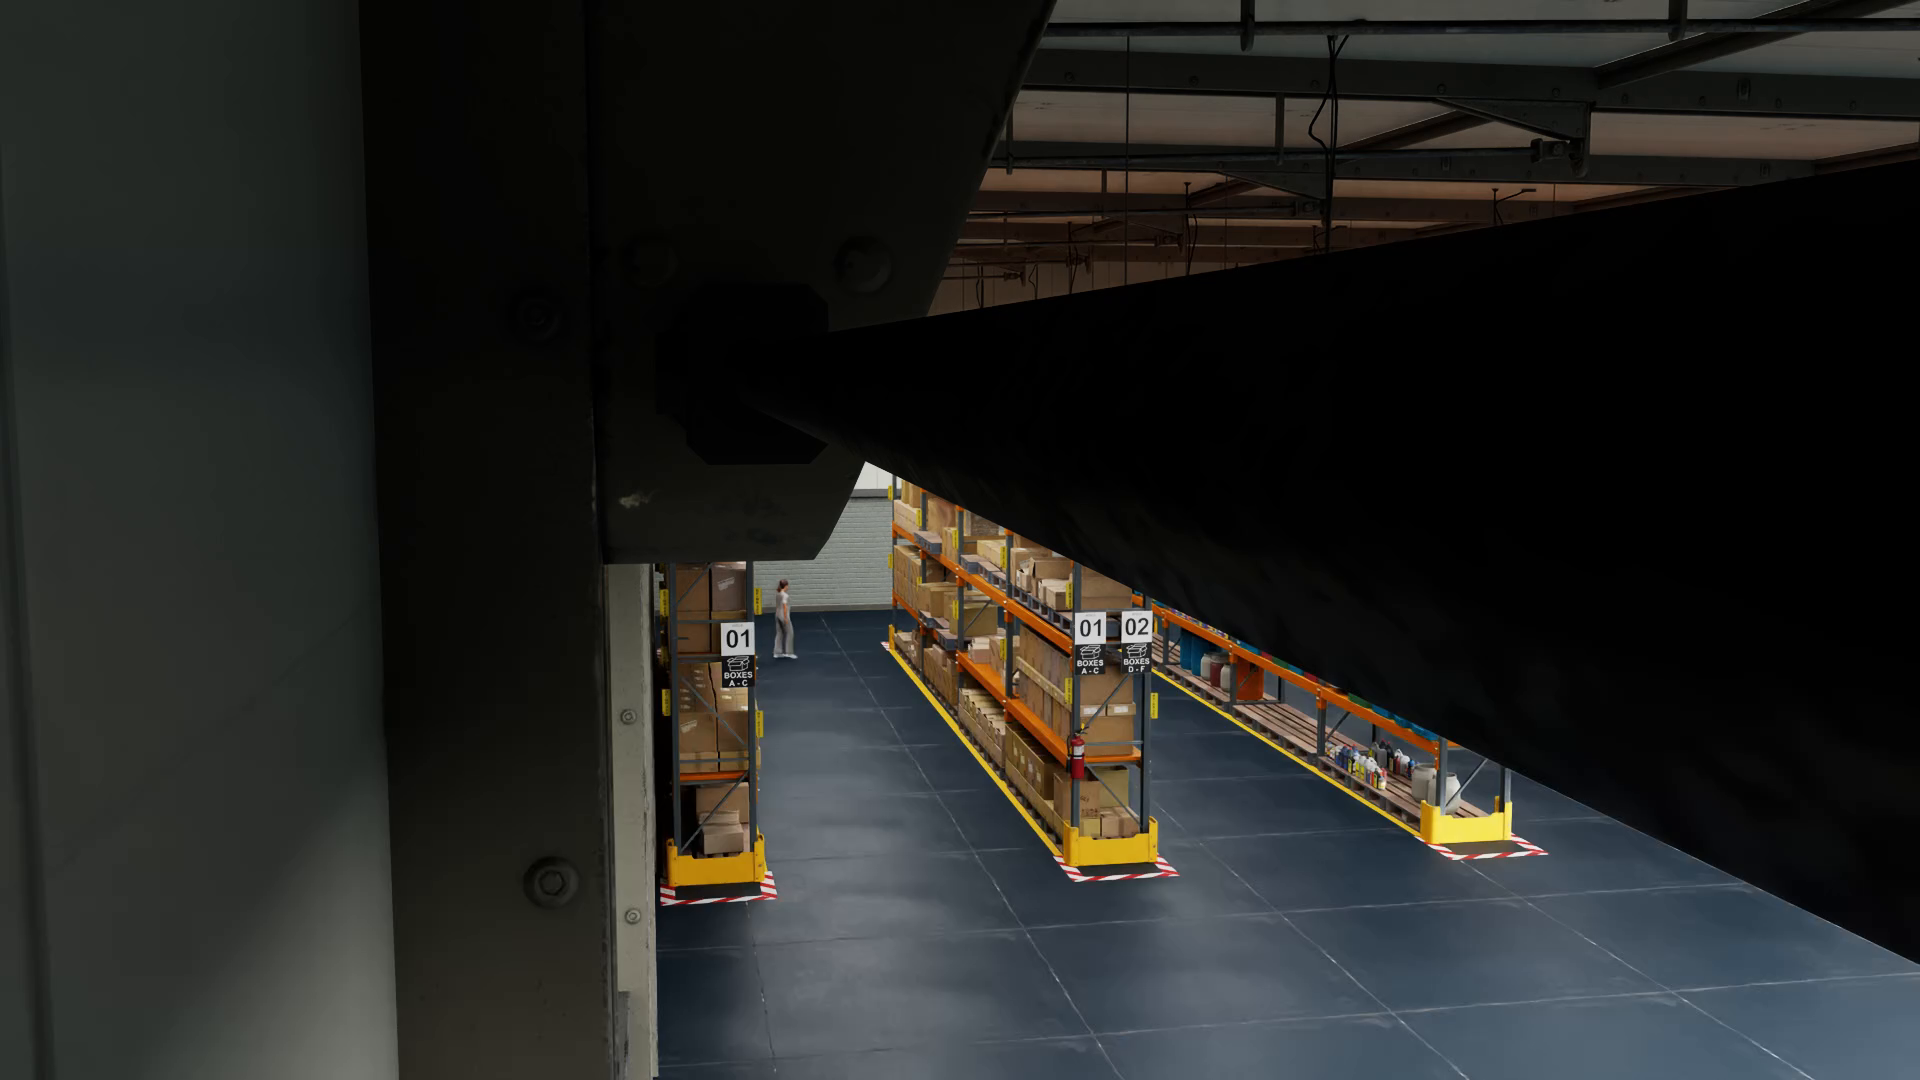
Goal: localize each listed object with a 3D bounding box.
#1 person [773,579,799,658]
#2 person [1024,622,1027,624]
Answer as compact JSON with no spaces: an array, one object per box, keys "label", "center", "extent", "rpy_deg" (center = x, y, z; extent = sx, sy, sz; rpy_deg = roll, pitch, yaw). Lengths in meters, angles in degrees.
[{"label":"person","center":[-3.740,1.689,35.383],"extent":[0.526,1.708,0.497],"rpy_deg":[-4,8,-35]},{"label":"person","center":[1.612,1.642,35.655],"extent":[0.429,1.682,0.507],"rpy_deg":[4,8,35]}]
